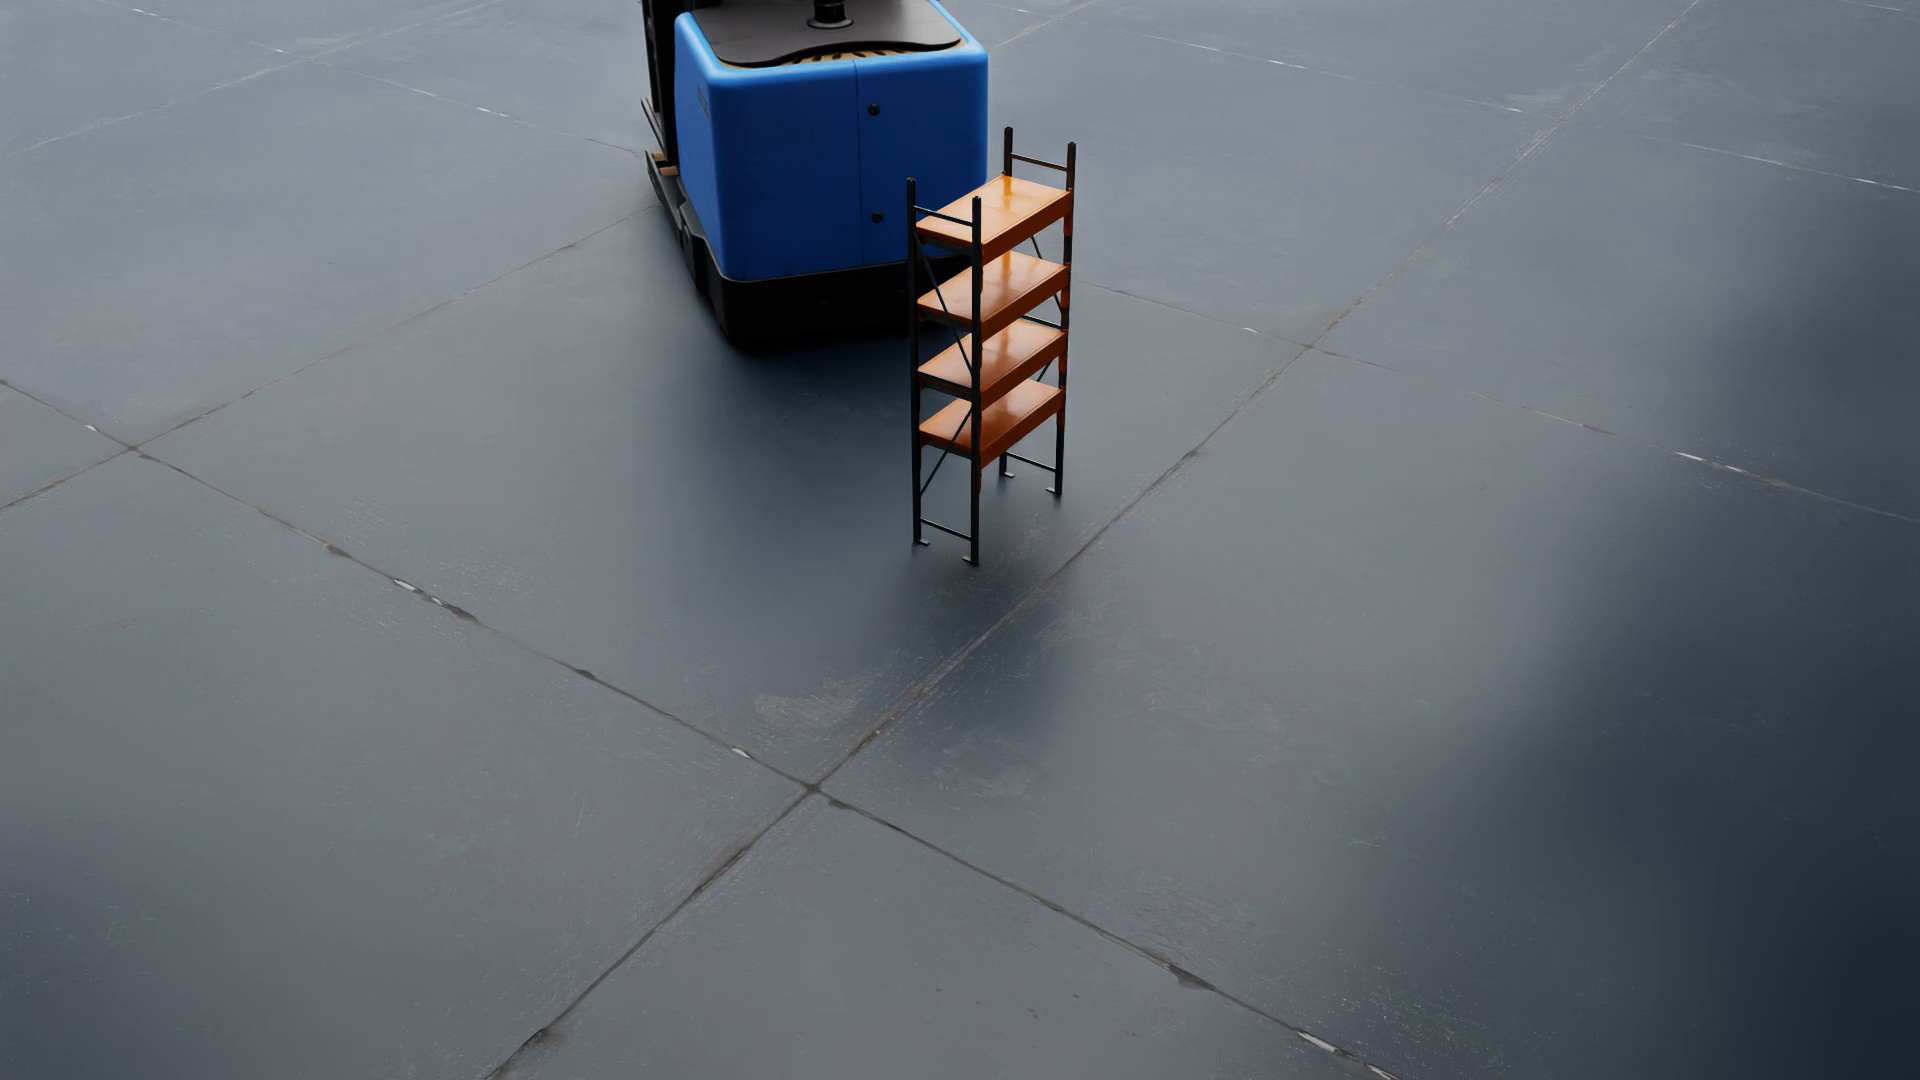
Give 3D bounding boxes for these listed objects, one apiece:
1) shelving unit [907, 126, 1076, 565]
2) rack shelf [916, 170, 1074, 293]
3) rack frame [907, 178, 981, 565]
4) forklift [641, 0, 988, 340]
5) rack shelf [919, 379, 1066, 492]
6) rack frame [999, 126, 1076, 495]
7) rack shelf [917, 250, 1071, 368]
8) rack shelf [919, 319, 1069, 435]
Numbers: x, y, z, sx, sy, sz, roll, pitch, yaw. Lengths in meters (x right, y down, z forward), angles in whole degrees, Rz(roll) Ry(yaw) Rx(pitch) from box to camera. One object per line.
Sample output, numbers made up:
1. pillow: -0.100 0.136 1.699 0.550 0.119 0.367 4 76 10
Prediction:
1. shelving unit: 0.094 -0.573 5.027 0.258 1.200 0.503 21 39 28
2. rack shelf: 0.094 -0.899 4.806 0.258 0.148 0.480 21 39 28
3. rack frame: -0.045 -0.461 4.861 0.240 1.200 0.015 21 39 28
4. forklift: -0.805 -2.783 6.749 1.130 2.935 3.031 -10 35 -14
5. rack shelf: 0.094 -0.353 5.175 0.258 0.148 0.480 21 39 28
6. rack frame: 0.234 -0.686 5.193 0.240 1.200 0.015 21 39 28
7. rack shelf: 0.094 -0.703 4.939 0.258 0.148 0.480 21 39 28
8. rack shelf: 0.094 -0.517 5.064 0.258 0.148 0.480 21 39 28
